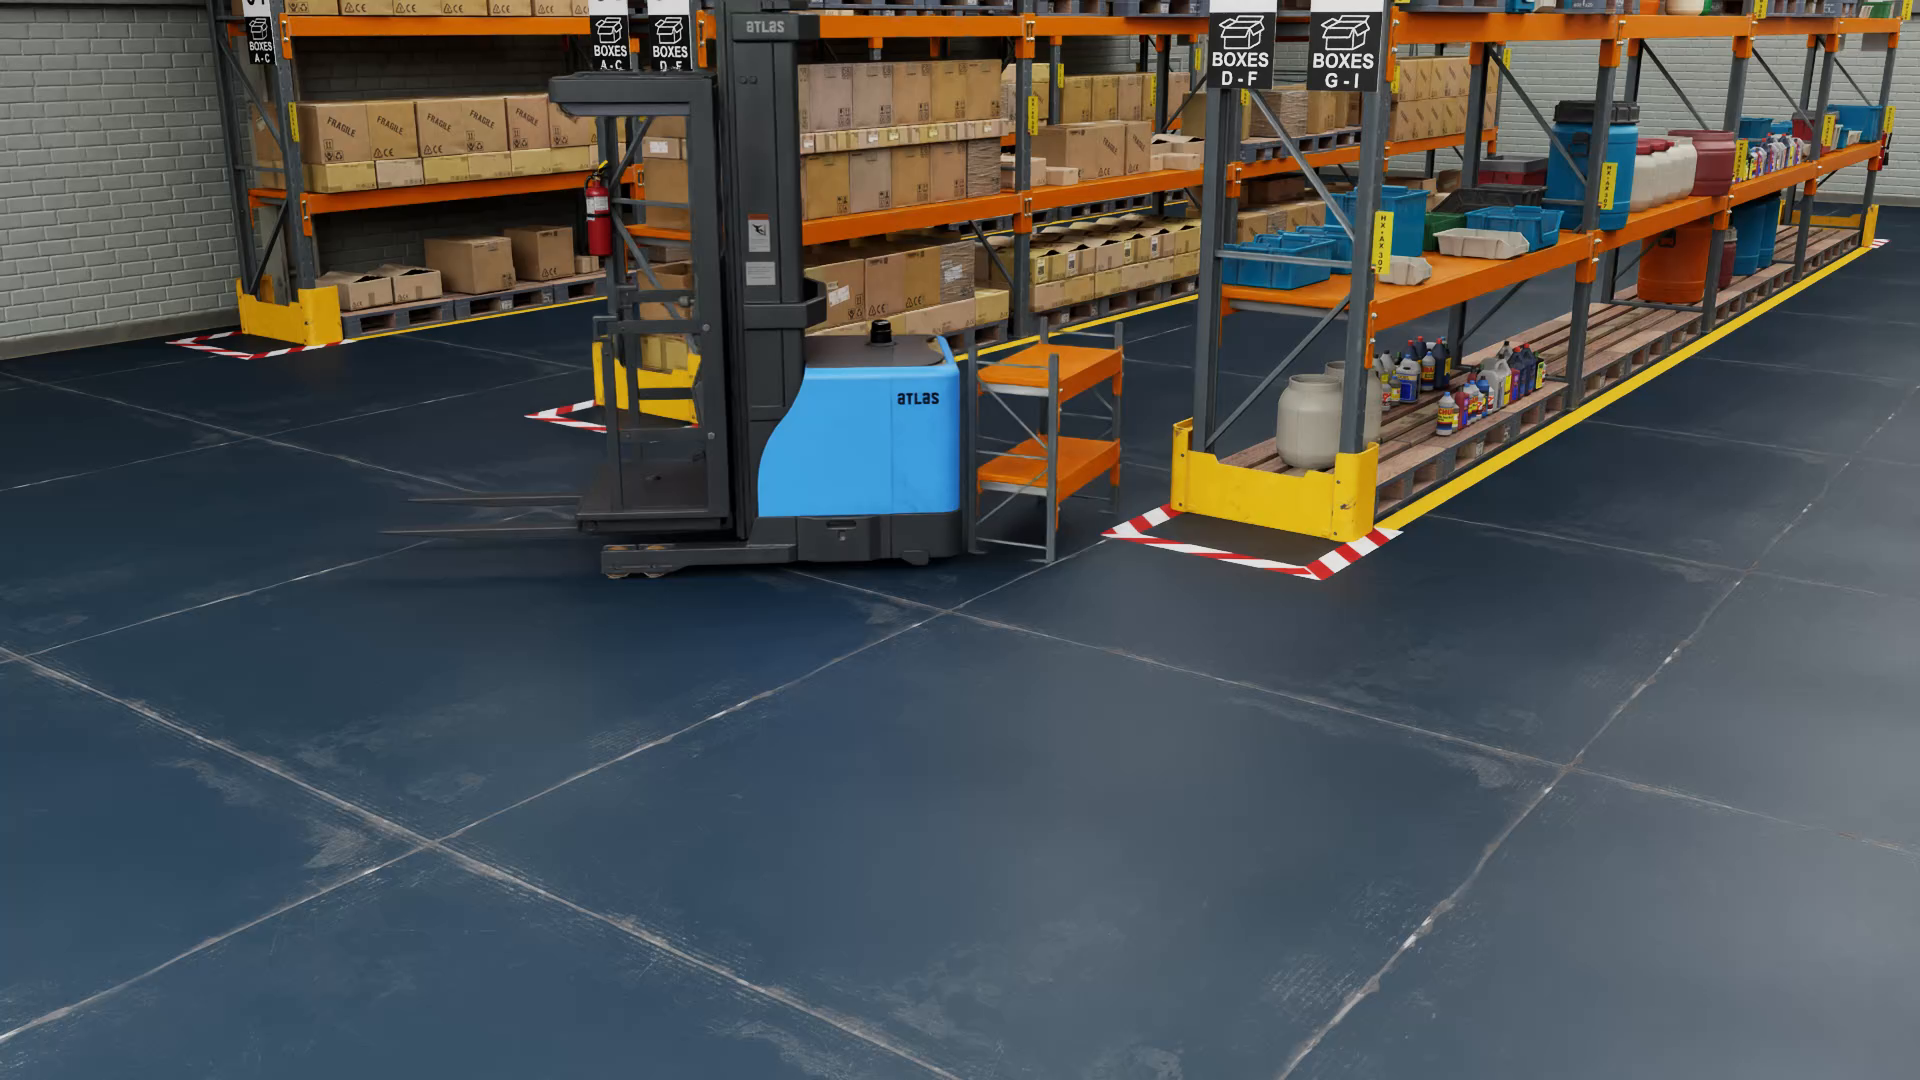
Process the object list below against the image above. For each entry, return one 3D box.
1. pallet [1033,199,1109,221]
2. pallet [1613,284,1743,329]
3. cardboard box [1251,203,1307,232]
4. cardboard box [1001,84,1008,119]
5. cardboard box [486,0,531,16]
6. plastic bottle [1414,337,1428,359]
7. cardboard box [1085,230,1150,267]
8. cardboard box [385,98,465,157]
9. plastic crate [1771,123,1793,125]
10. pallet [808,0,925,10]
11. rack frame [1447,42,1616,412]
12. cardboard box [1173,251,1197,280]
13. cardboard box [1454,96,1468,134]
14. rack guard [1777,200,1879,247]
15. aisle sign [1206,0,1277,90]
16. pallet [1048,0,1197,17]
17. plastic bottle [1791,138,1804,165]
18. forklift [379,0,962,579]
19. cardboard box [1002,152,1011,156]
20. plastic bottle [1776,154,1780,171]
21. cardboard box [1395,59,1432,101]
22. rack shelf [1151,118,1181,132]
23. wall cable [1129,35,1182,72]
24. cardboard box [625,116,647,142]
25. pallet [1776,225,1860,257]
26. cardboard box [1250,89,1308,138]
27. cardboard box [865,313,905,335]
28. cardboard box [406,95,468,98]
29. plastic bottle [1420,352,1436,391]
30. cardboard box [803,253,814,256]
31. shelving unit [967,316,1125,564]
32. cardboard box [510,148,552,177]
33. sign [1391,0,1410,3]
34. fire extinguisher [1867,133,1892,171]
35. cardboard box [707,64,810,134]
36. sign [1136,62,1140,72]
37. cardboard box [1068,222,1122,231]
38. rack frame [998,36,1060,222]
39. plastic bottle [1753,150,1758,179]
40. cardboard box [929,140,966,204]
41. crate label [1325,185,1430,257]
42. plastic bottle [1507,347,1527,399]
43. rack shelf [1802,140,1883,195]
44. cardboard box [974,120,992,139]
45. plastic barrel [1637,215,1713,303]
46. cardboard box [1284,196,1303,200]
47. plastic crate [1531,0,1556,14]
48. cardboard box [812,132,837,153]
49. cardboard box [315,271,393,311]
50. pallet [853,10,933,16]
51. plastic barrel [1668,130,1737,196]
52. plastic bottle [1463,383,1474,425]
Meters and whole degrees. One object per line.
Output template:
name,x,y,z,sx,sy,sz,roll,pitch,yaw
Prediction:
pallet,1.494,-4.974,24.907,1.003,0.211,1.213,12,21,35
pallet,6.987,-2.299,16.291,1.003,0.211,1.213,12,21,35
cardboard box,3.686,-3.630,19.349,0.500,0.500,0.500,12,21,34
cardboard box,0.303,-5.942,22.618,0.500,0.500,0.500,12,21,35
cardboard box,-4.503,-5.302,16.001,0.500,0.500,0.500,11,21,33
plastic bottle,3.353,-1.309,12.126,0.144,0.351,0.185,13,22,36
cardboard box,1.553,-2.935,16.620,0.500,0.311,0.500,13,22,36
cardboard box,-5.031,-3.875,15.620,0.500,0.500,0.500,12,21,33
plastic crate,10.121,-4.975,20.389,0.416,0.233,0.300,12,21,35
pallet,-1.023,-4.252,12.970,1.003,0.211,1.213,12,21,35
rack frame,4.167,-2.483,12.181,1.000,3.000,0.127,12,21,35
cardboard box,2.153,-2.907,17.476,0.500,0.250,0.500,12,21,34
cardboard box,6.685,-5.868,22.914,0.500,0.500,0.500,13,21,35
rack guard,11.321,-4.155,21.781,1.175,0.500,0.348,12,21,35
aisle sign,1.503,-2.807,8.841,0.394,0.787,0.004,12,21,35
pallet,1.578,-5.210,16.223,1.003,0.211,1.213,14,22,37
plastic bottle,8.959,-4.178,17.849,0.152,0.276,0.135,12,21,35
forklift,-1.533,-1.363,8.689,3.031,2.935,1.130,-1,17,-4
cardboard box,0.568,-3.537,15.801,0.396,0.266,0.258,12,21,33
plastic bottle,8.313,-3.871,16.985,0.097,0.201,0.097,0,17,0
cardboard box,5.772,-5.975,21.573,0.500,0.500,0.500,12,21,33
rack shelf,2.169,-6.272,25.595,1.077,0.370,4.000,12,21,35
wall cable,3.364,-8.049,28.392,0.084,1.984,1.851,12,21,35
cardboard box,-3.458,-4.607,18.109,0.700,0.500,0.500,12,21,35
pallet,10.795,-3.820,21.188,1.003,0.211,1.213,12,21,35
cardboard box,3.558,-4.914,19.133,0.500,0.500,0.700,-15,23,-40
cardboard box,-0.798,-1.739,13.714,0.500,0.250,0.500,12,21,35
cardboard box,-5.150,-4.089,16.307,0.500,0.500,0.500,13,21,35
plastic bottle,3.364,-1.215,11.958,0.097,0.271,0.097,0,17,0
cardboard box,-1.527,-2.073,13.525,0.500,0.500,0.500,12,21,35
shelving unit,0.485,-0.583,9.225,0.538,1.125,1.048,8,19,23
cardboard box,-4.419,-3.765,16.530,0.500,0.250,0.500,12,21,34
sign,2.223,-2.869,8.351,0.100,0.325,0.005,12,21,35
fire extinguisher,11.772,-5.082,21.309,0.296,0.674,0.183,12,21,35
cardboard box,-1.563,-3.321,12.525,0.700,0.500,0.500,12,21,33
sign,2.919,-7.642,27.202,0.100,0.325,0.005,12,21,35
cardboard box,1.415,-3.146,17.301,0.500,0.311,0.500,12,21,33
rack frame,0.978,-6.139,23.954,1.000,3.000,0.127,12,21,35
plastic bottle,7.710,-3.663,16.198,0.097,0.271,0.097,0,17,0
cardboard box,-0.377,-3.173,14.236,0.700,0.500,0.500,12,21,34
crate label,2.664,-2.033,10.674,0.502,0.435,0.616,12,21,35
plastic bottle,3.901,-1.178,11.704,0.144,0.351,0.185,11,20,32
rack shelf,10.126,-4.521,19.958,1.077,0.370,4.000,12,21,35
cardboard box,0.053,-3.555,14.373,0.380,0.149,0.250,12,21,34
plastic barrel,6.829,-2.719,15.893,0.600,0.830,0.708,12,21,35
cardboard box,3.862,-3.962,20.417,0.500,0.500,0.500,13,21,35
plastic crate,3.536,-3.336,10.314,0.243,0.136,0.396,12,21,35
cardboard box,-1.171,-3.065,12.795,0.380,0.149,0.250,12,21,33
cardboard box,-5.688,-2.356,15.564,0.500,0.311,0.500,10,20,29
pallet,-1.065,-6.691,20.994,1.213,0.211,1.003,14,22,37
plastic barrel,6.518,-3.336,14.701,0.600,0.536,0.708,12,21,35
plastic bottle,3.319,-0.896,10.929,0.097,0.271,0.097,0,17,0
